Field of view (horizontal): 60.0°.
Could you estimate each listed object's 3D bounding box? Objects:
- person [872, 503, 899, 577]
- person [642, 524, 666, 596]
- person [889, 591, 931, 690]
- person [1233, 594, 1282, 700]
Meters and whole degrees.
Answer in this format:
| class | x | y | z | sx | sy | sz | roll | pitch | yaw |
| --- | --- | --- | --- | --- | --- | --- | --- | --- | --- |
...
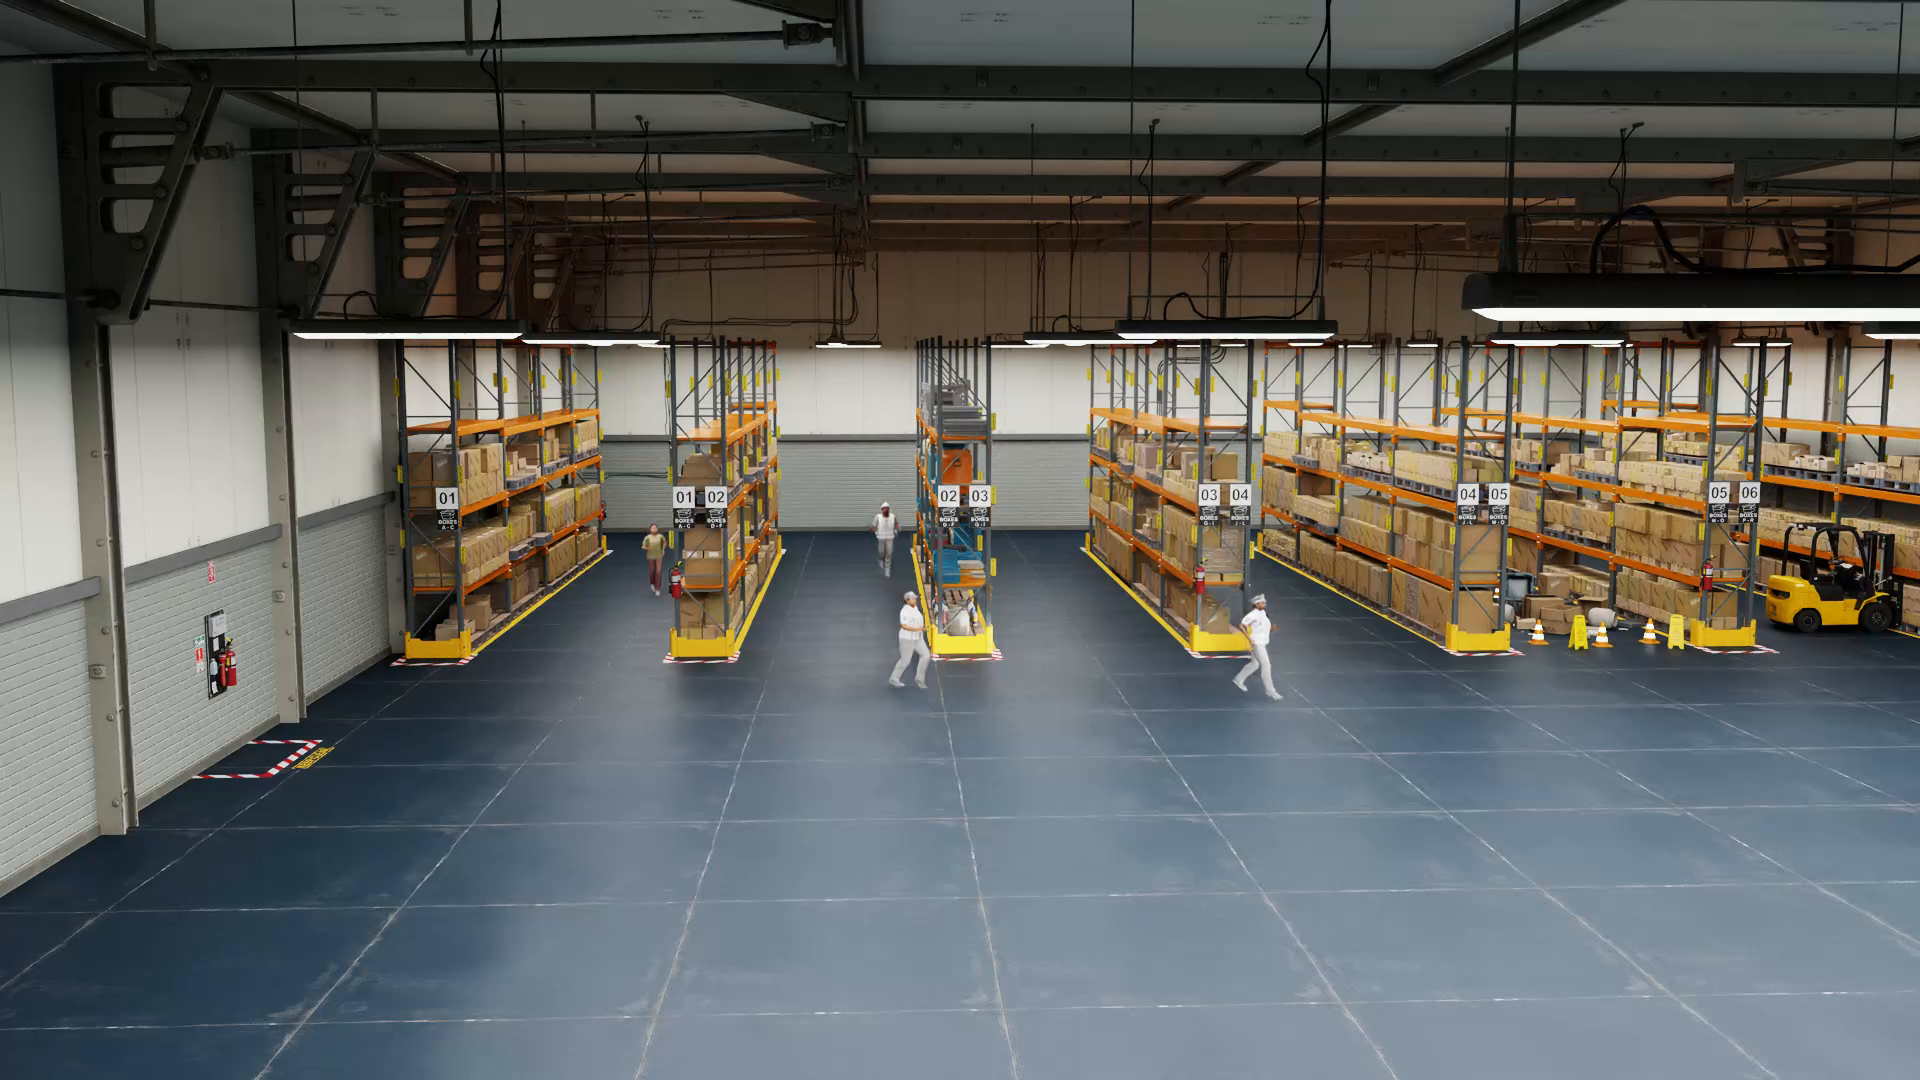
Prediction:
| class | x | y | z | sx | sy | sz | roll | pitch | yaw |
| --- | --- | --- | --- | --- | --- | --- | --- | --- | --- |
| person | -1.798 | -0.019 | 40.332 | 0.682 | 1.781 | 0.856 | -1 | 7 | -10 |
| person | -7.168 | 0.437 | 39.042 | 0.577 | 1.659 | 0.955 | -2 | 7 | -14 |
| person | -0.859 | 1.719 | 28.188 | 0.718 | 1.717 | 0.582 | 3 | 7 | 28 |
| person | 4.943 | 1.741 | 27.530 | 0.885 | 1.712 | 0.566 | 4 | 7 | 29 |
